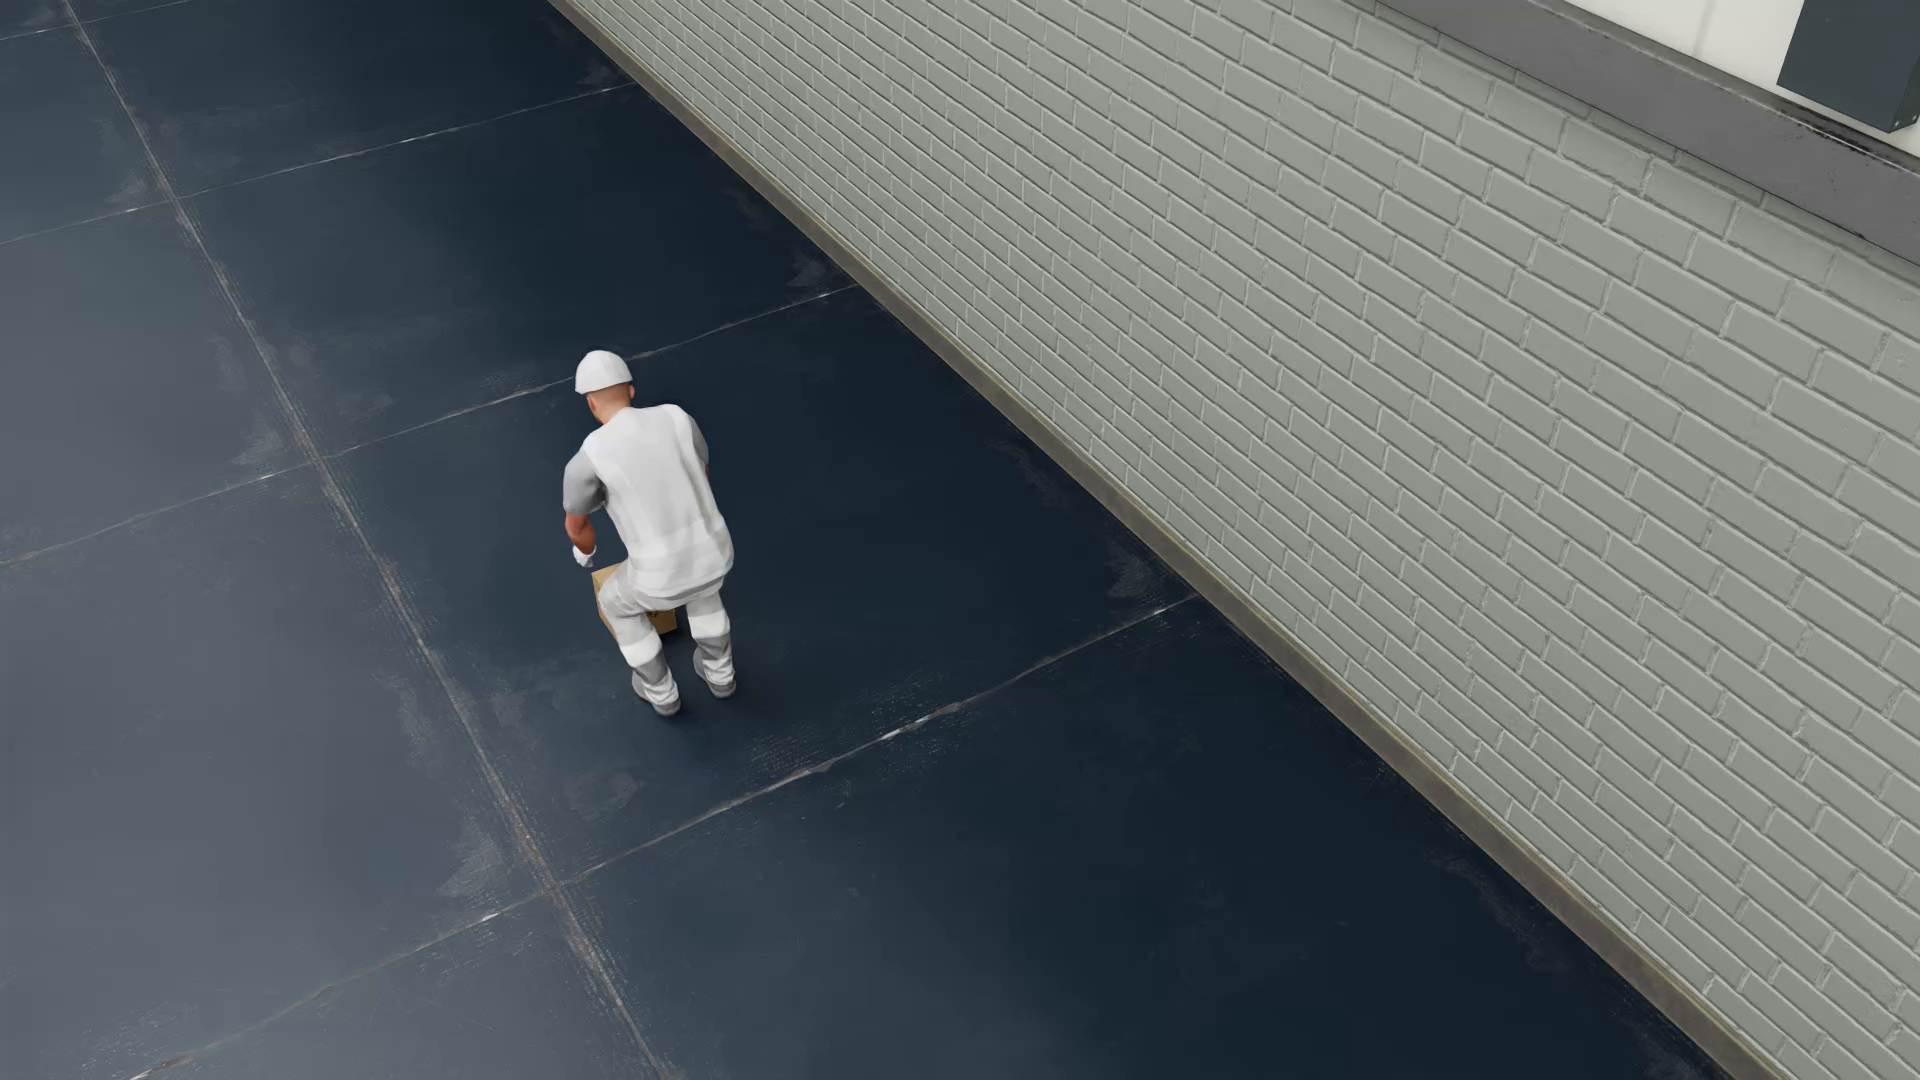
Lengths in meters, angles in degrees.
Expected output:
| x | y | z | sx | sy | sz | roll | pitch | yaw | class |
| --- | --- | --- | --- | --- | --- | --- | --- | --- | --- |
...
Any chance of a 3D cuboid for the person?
| x | y | z | sx | sy | sz | roll | pitch | yaw | class |
| --- | --- | --- | --- | --- | --- | --- | --- | --- | --- |
| -1.178 | 0.022 | 6.336 | 0.579 | 1.500 | 0.711 | -22 | 45 | -24 | person |
